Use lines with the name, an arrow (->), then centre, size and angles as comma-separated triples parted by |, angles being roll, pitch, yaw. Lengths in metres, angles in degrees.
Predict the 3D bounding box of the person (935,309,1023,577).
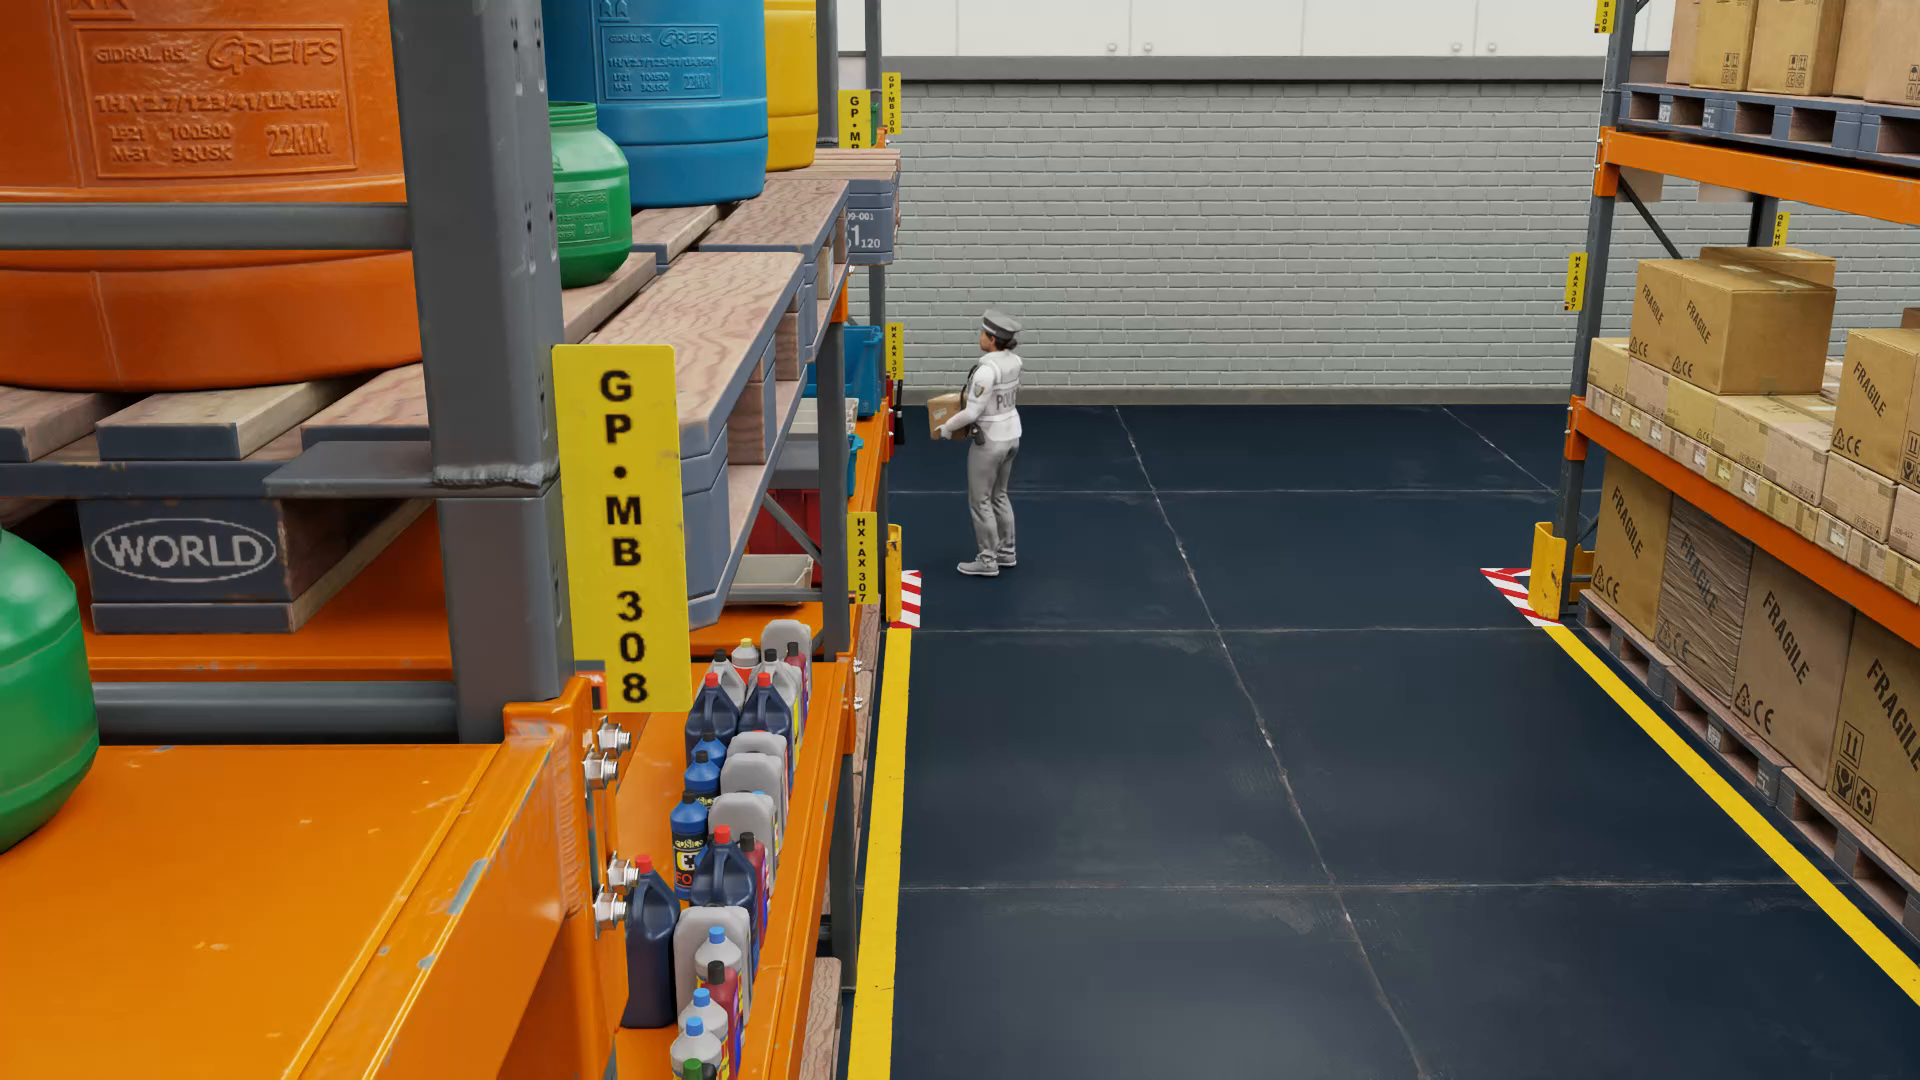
person -> 0.136, -0.623, 10.500 | 0.529, 1.692, 0.479 | 9, 20, 28
